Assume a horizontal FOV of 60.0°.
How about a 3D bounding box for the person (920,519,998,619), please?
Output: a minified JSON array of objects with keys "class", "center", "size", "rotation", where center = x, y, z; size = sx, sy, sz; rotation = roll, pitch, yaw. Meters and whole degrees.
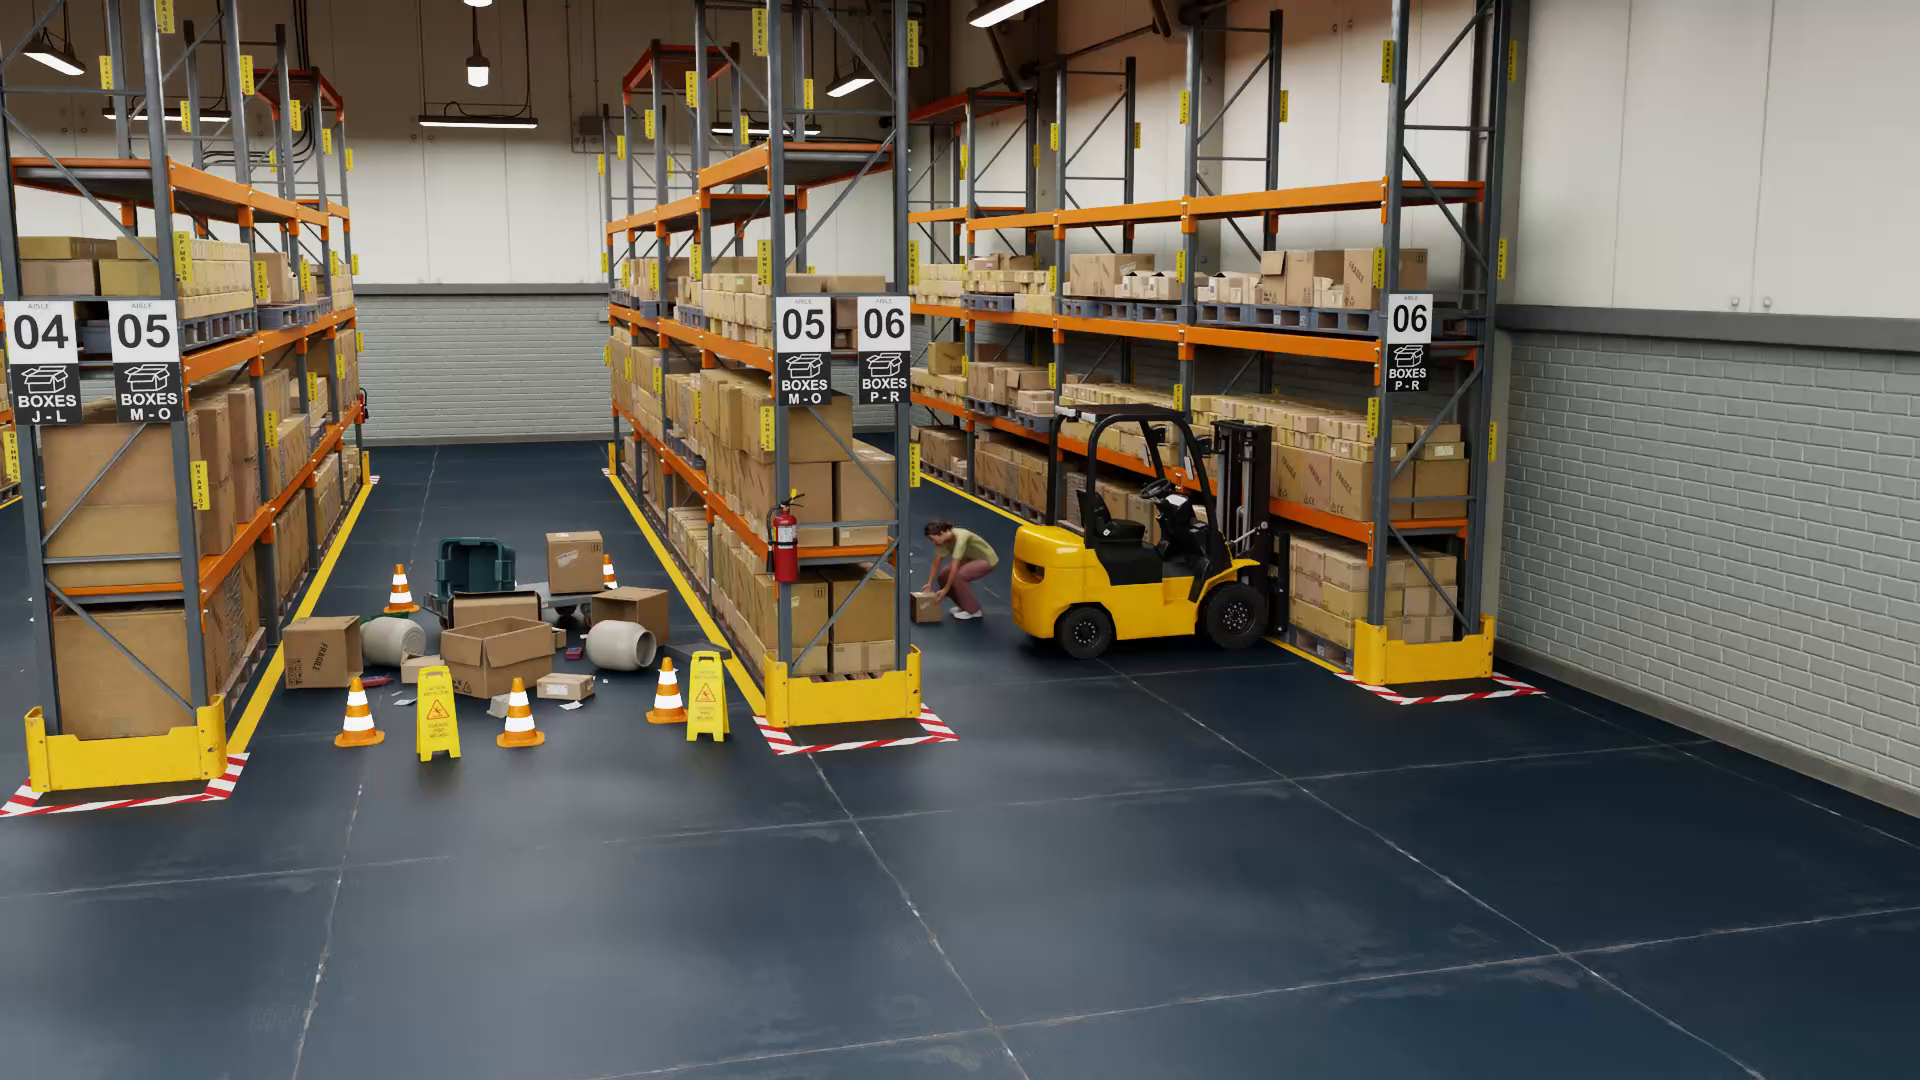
[{"class":"person","center":[0.005,0.269,16.341],"size":[0.782,0.998,0.494],"rotation":[-4,10,-24]}]
